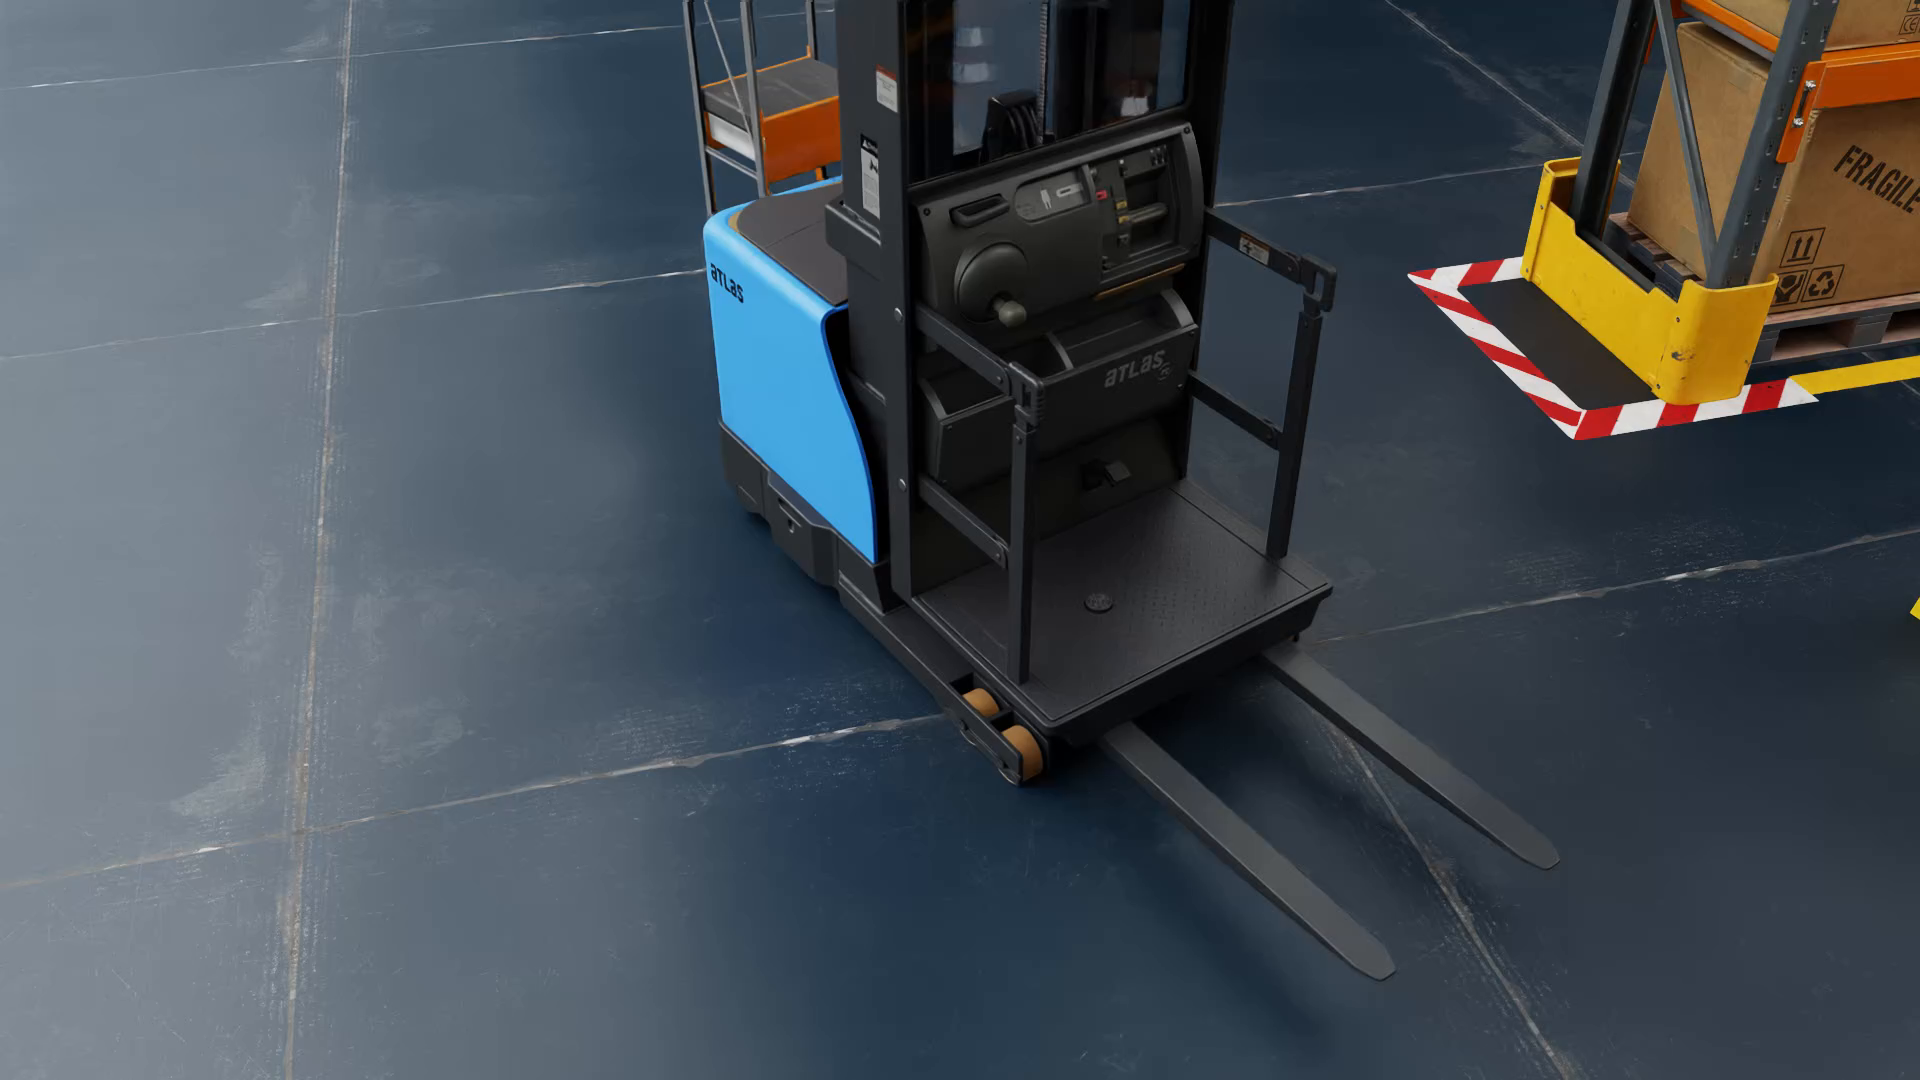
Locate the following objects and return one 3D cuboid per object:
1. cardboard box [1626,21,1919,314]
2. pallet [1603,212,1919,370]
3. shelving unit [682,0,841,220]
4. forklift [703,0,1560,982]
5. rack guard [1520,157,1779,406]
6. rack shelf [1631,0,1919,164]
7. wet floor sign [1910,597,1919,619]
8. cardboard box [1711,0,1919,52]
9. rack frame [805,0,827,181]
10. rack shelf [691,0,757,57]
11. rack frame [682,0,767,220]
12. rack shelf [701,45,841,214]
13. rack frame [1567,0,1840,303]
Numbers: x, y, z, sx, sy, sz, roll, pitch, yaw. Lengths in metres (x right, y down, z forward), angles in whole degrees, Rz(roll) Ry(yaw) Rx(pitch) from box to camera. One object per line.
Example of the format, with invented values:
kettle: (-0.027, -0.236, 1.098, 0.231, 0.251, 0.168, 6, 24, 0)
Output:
cardboard box: (3.416, -1.543, 6.702, 0.875, 0.875, 0.875, -9, 38, -12)
pallet: (3.530, -1.139, 7.066, 1.213, 0.211, 1.003, -9, 38, -12)
shelving unit: (-0.591, -1.381, 5.816, 0.503, 2.100, 0.431, -26, 43, -30)
forklift: (0.413, -0.795, 4.377, 1.130, 2.935, 3.031, -23, 43, -27)
rack guard: (2.755, -1.078, 6.747, 0.348, 0.500, 1.175, -9, 38, -12)
rack shelf: (4.709, -2.105, 6.625, 4.000, 0.370, 1.077, -9, 38, -12)
wet floor sign: (3.266, 0.027, 5.184, 0.232, 0.644, 0.267, -16, 40, -20)
cardboard box: (3.125, -2.219, 6.059, 0.550, 0.550, 0.875, -9, 38, -12)
rack frame: (-0.402, -1.475, 5.938, 0.015, 2.100, 0.400, -26, 43, -30)
rack shelf: (-0.604, -1.937, 5.413, 0.480, 0.518, 0.431, -26, 43, -30)
rack frame: (-0.780, -1.288, 5.693, 0.015, 2.100, 0.400, -26, 43, -30)
rack shelf: (-0.590, -1.370, 5.824, 0.480, 0.518, 0.431, -26, 43, -30)
rack frame: (2.778, -2.074, 5.993, 0.127, 3.000, 1.000, -9, 38, -12)
